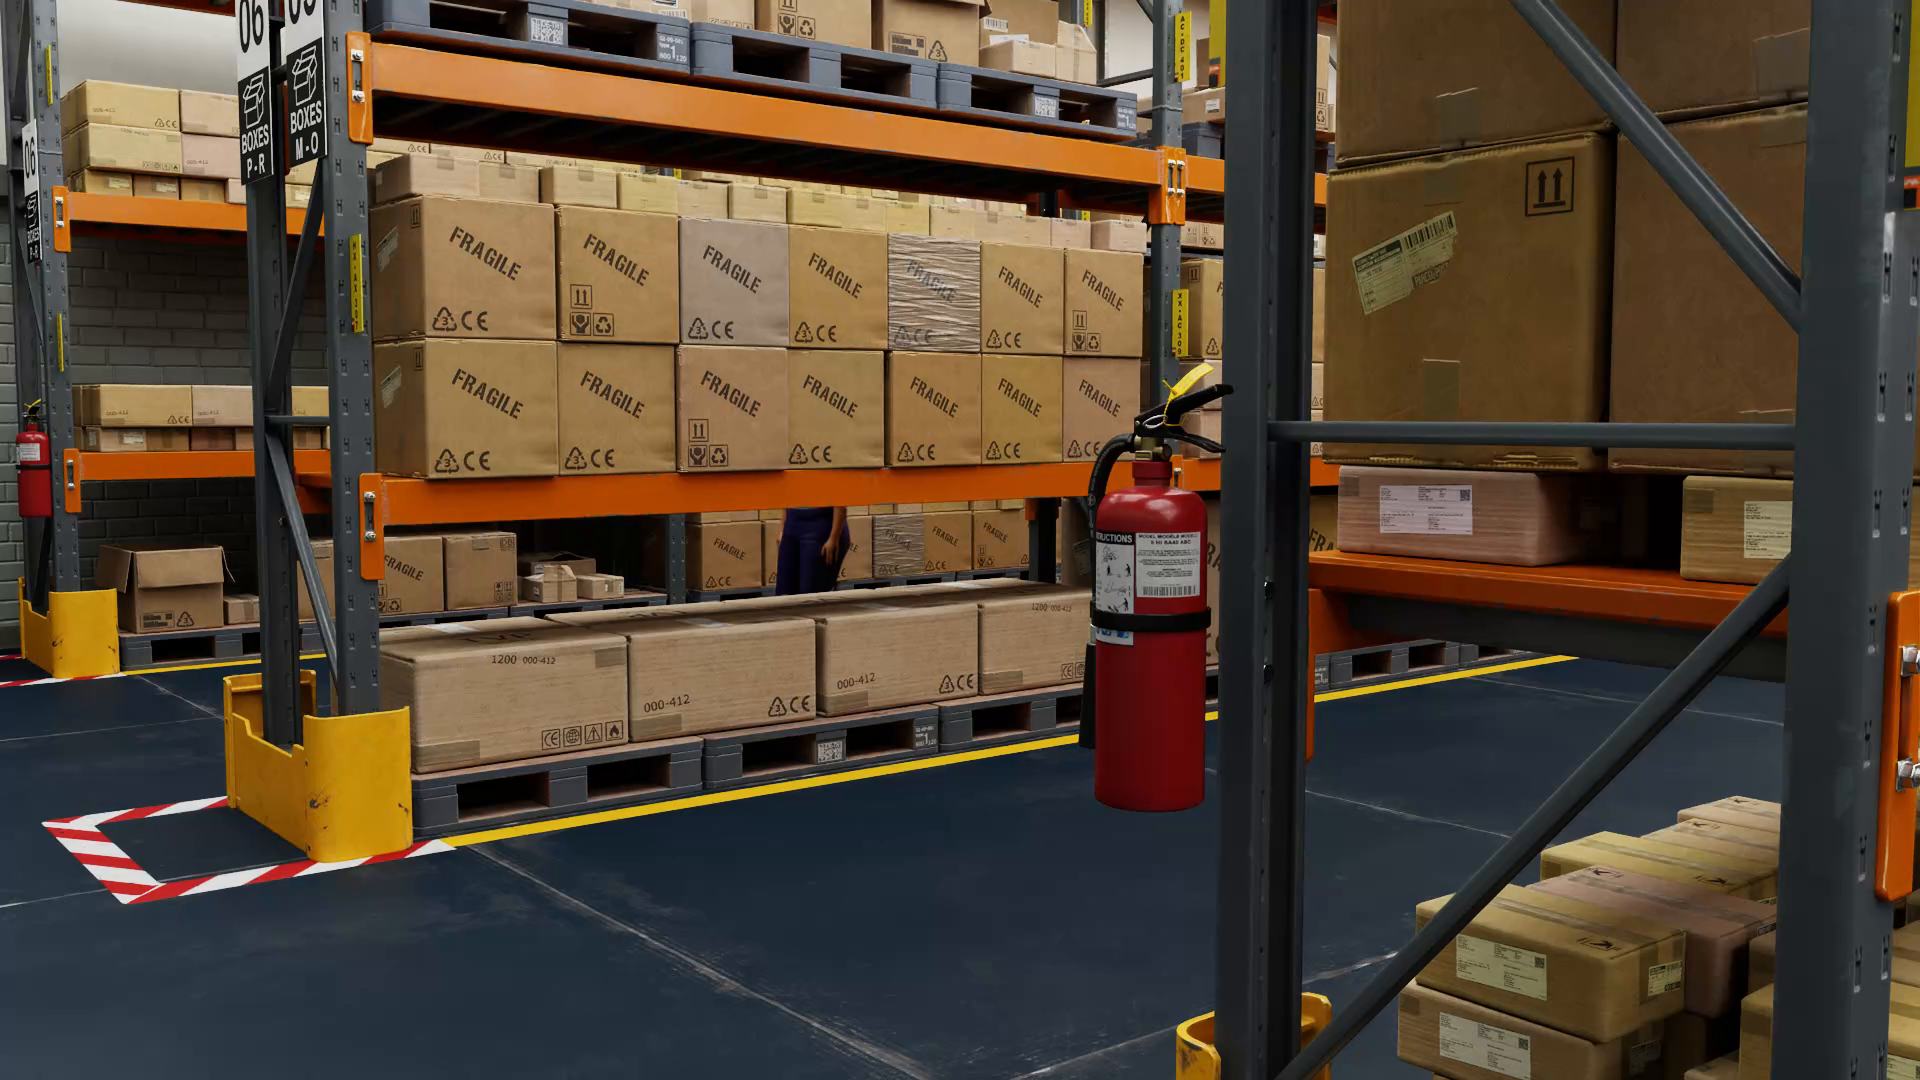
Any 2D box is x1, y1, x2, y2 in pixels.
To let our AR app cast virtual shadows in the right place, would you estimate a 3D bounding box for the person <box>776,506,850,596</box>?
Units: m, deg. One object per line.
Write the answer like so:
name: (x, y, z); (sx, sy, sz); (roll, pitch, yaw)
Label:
person: (-0.871, -0.005, 9.375); (0.425, 1.650, 0.553); (-4, 6, -42)
